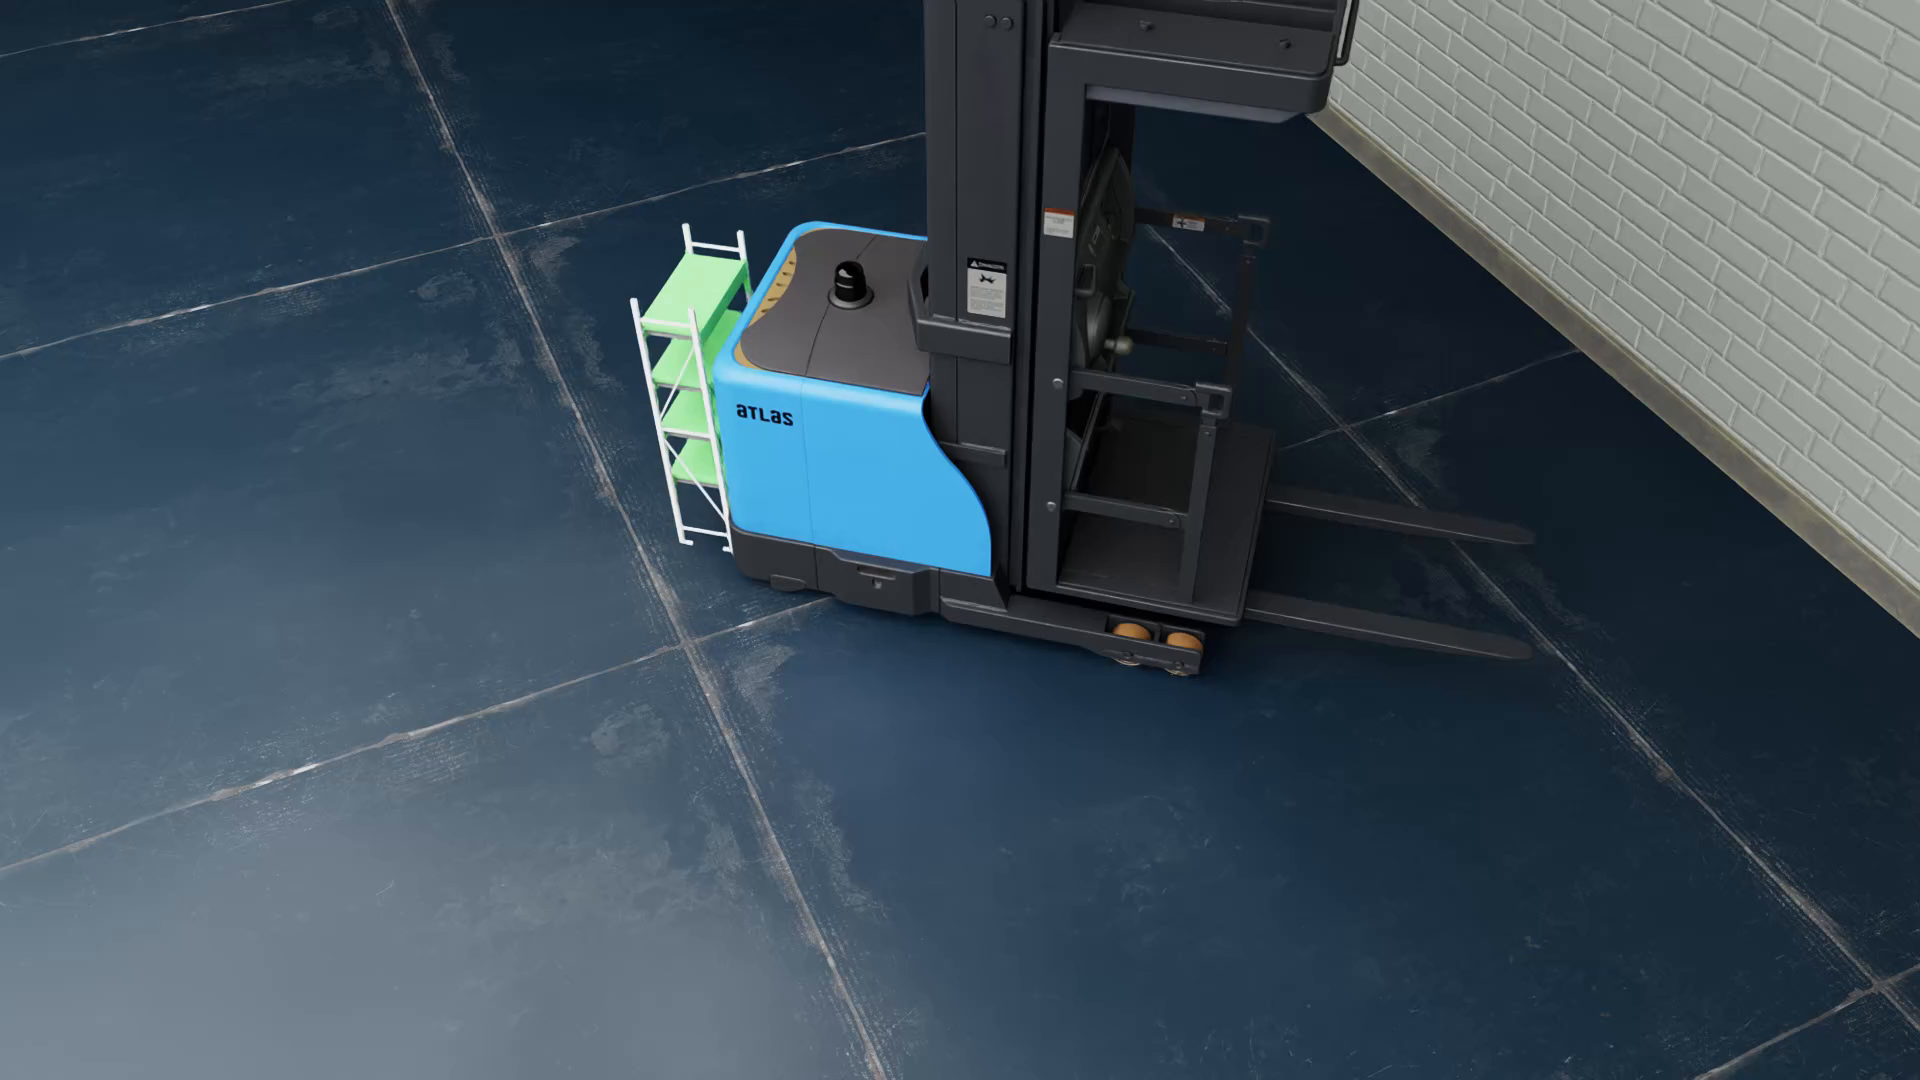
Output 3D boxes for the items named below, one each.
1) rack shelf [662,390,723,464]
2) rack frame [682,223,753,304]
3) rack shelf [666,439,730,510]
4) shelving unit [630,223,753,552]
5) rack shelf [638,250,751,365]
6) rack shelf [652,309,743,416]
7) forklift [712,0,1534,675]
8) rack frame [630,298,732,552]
[{"bbox_3d":[-0.969,-0.524,6.512,0.258,0.148,0.480,10,45,12],"label":"rack shelf"},{"bbox_3d":[-0.907,-0.735,6.635,0.240,1.200,0.015,10,45,12],"label":"rack frame"},{"bbox_3d":[-0.962,-0.352,6.679,0.258,0.148,0.480,10,45,12],"label":"rack shelf"},{"bbox_3d":[-0.971,-0.570,6.468,0.258,1.200,0.503,10,45,12],"label":"shelving unit"},{"bbox_3d":[-0.984,-0.869,6.178,0.258,0.148,0.480,10,45,12],"label":"rack shelf"},{"bbox_3d":[-0.976,-0.697,6.345,0.258,0.148,0.480,10,45,12],"label":"rack shelf"},{"bbox_3d":[0.681,-0.952,5.628,3.031,2.935,1.130,10,46,10],"label":"forklift"},{"bbox_3d":[-1.036,-0.405,6.300,0.240,1.200,0.015,10,45,12],"label":"rack frame"}]
